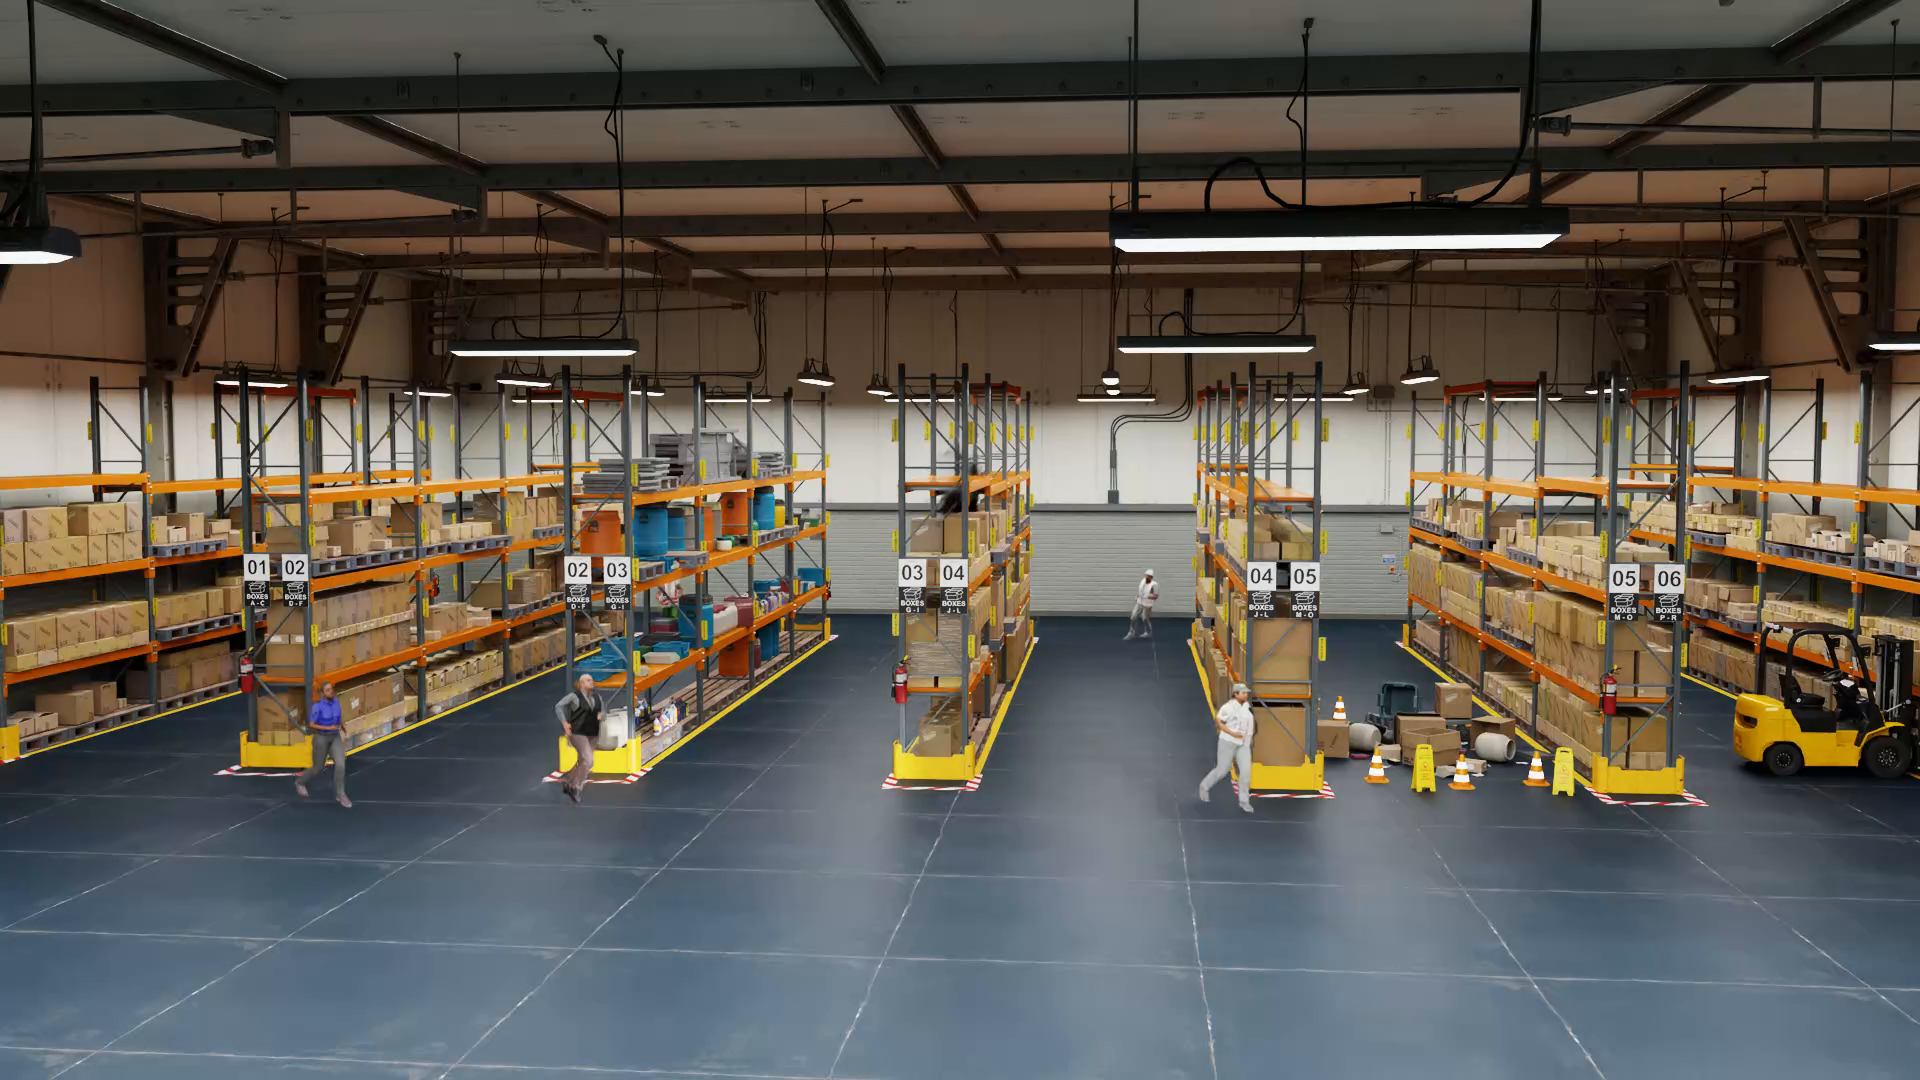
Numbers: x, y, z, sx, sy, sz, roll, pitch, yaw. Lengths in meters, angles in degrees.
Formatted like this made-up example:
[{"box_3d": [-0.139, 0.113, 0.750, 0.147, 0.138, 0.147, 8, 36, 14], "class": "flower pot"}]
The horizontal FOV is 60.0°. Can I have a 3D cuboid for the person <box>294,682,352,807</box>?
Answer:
[{"box_3d": [-8.573, 2.745, 22.466, 0.935, 1.662, 0.588, 2, 4, 34], "class": "person"}]

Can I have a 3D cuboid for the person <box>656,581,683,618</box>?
[{"box_3d": [-6.891, 1.575, 39.449, 0.644, 1.776, 0.991, -1, 4, -8], "class": "person"}]

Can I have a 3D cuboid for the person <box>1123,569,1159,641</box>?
[{"box_3d": [4.468, 1.542, 40.094, 0.858, 1.687, 0.721, 3, 5, 39], "class": "person"}]

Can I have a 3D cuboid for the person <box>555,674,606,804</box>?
[{"box_3d": [-5.145, 2.699, 22.761, 0.668, 1.738, 0.645, 3, 4, 35], "class": "person"}]

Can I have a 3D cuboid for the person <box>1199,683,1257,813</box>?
[{"box_3d": [3.705, 2.747, 22.281, 0.692, 1.649, 0.924, -2, 4, -31], "class": "person"}]
